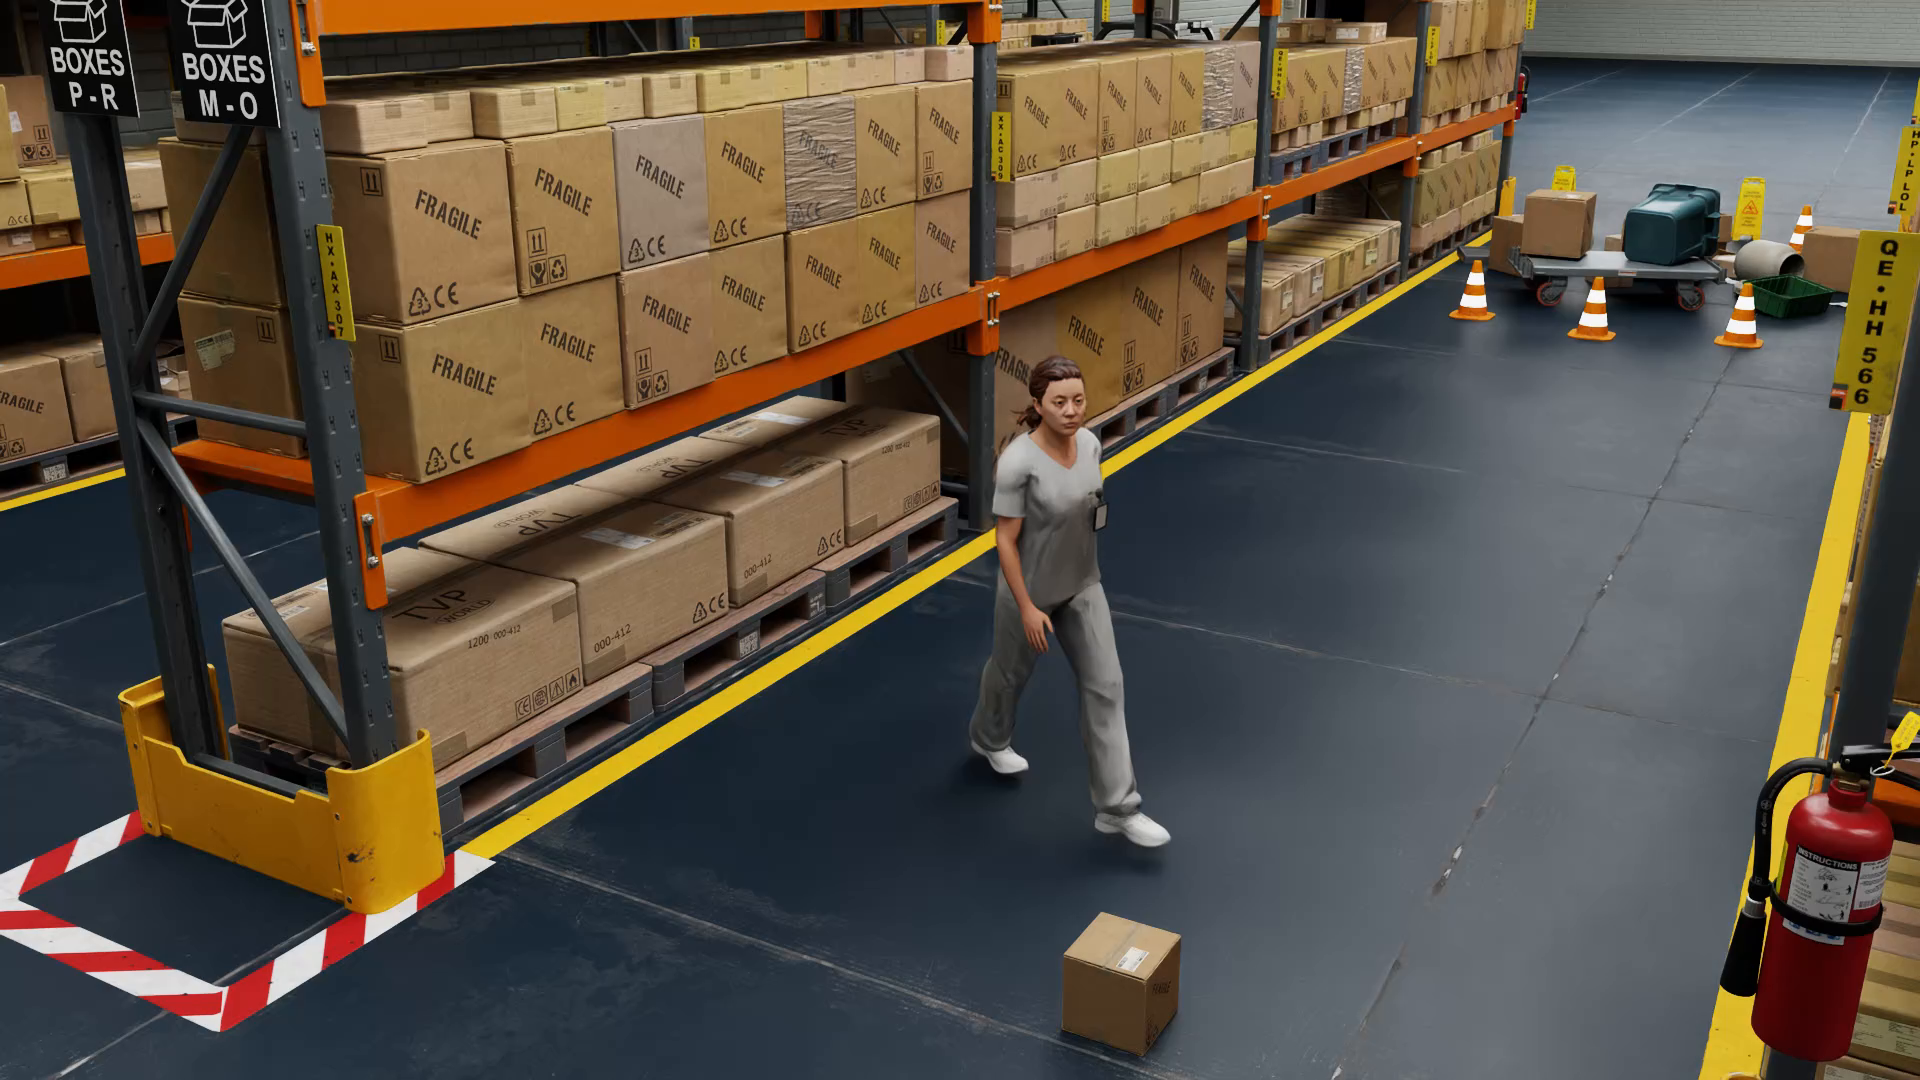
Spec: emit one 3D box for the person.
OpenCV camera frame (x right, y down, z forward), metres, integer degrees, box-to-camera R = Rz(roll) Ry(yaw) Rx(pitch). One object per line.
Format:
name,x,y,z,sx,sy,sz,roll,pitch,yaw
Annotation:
person,0.317,0.169,5.575,0.474,1.606,1.013,-9,22,-25
